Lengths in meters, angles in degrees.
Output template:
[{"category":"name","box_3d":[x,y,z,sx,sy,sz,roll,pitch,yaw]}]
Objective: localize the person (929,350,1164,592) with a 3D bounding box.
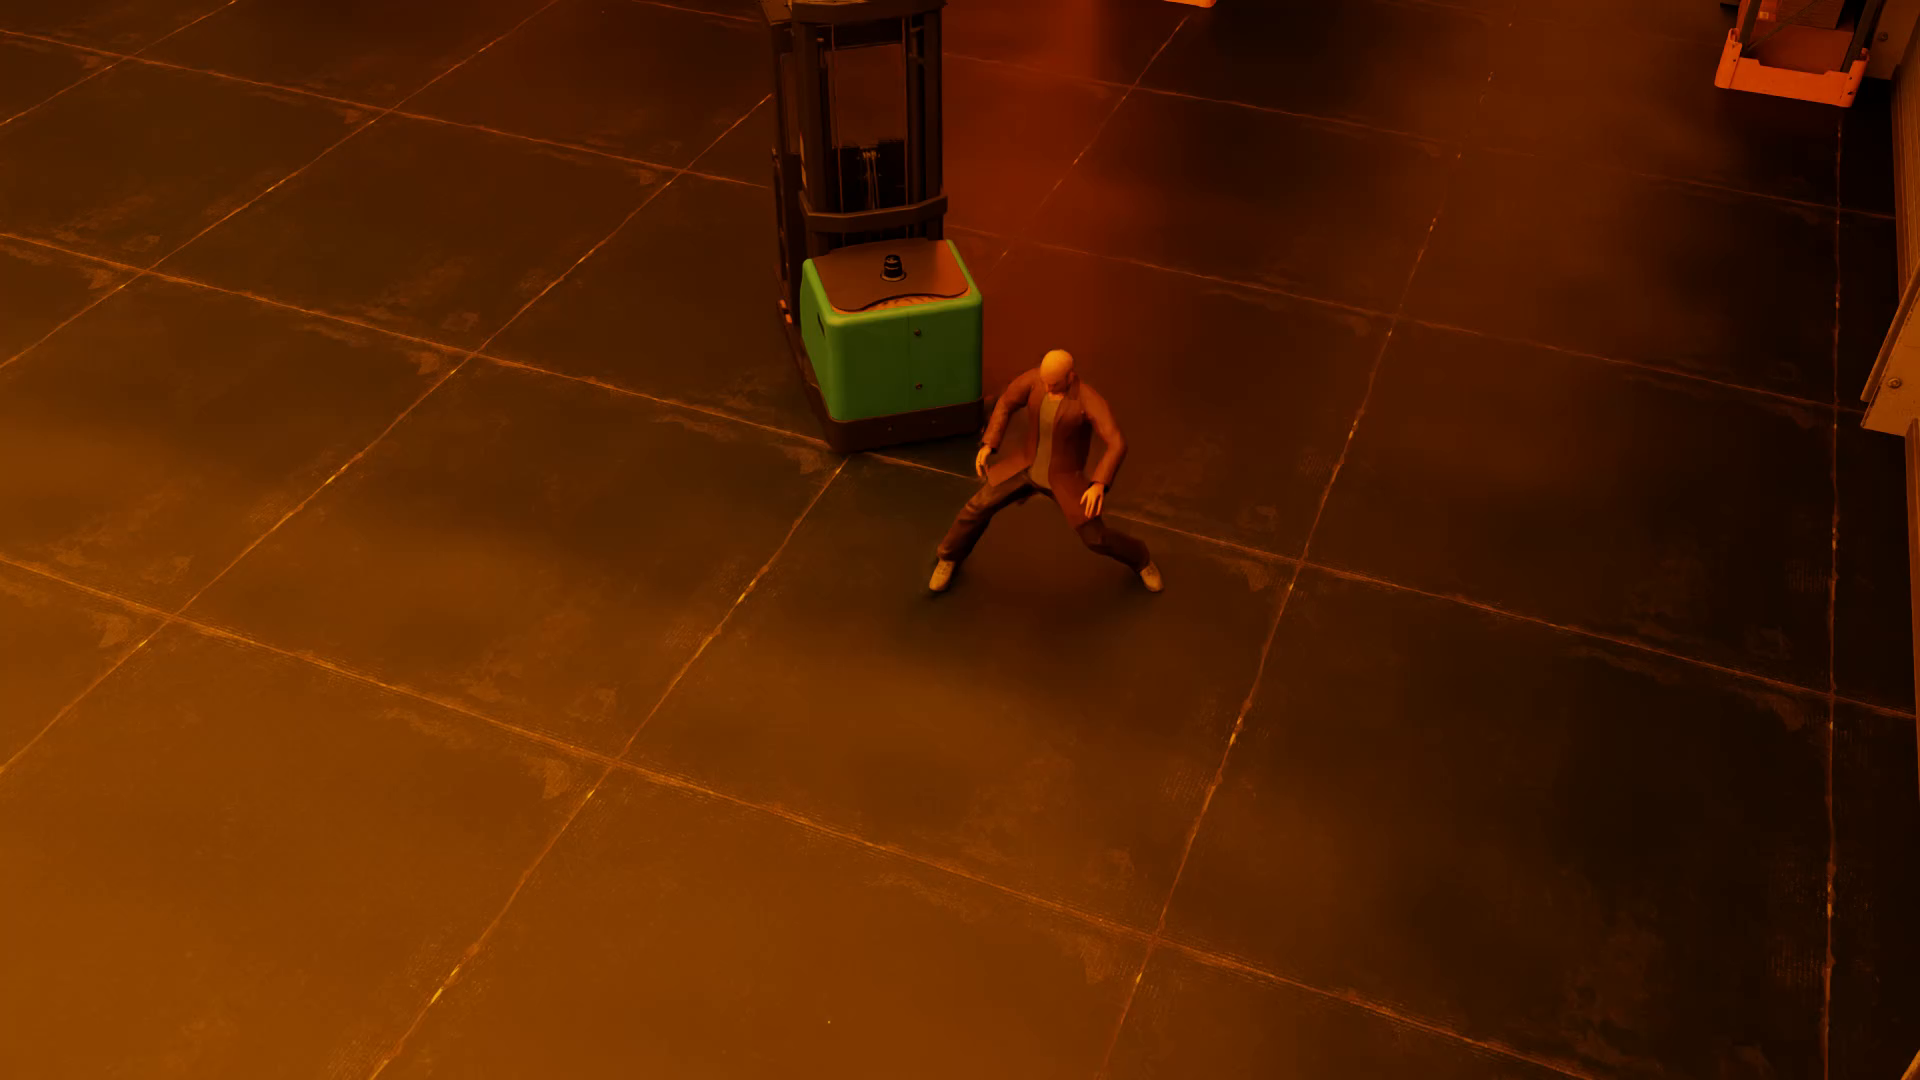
[{"category":"person","box_3d":[0.522,-0.347,9.492,1.197,1.586,1.055,26,46,28]}]

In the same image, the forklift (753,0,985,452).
[{"category":"forklift","box_3d":[-0.719,-2.653,11.176,1.130,2.935,3.031,-10,41,-12]}]
